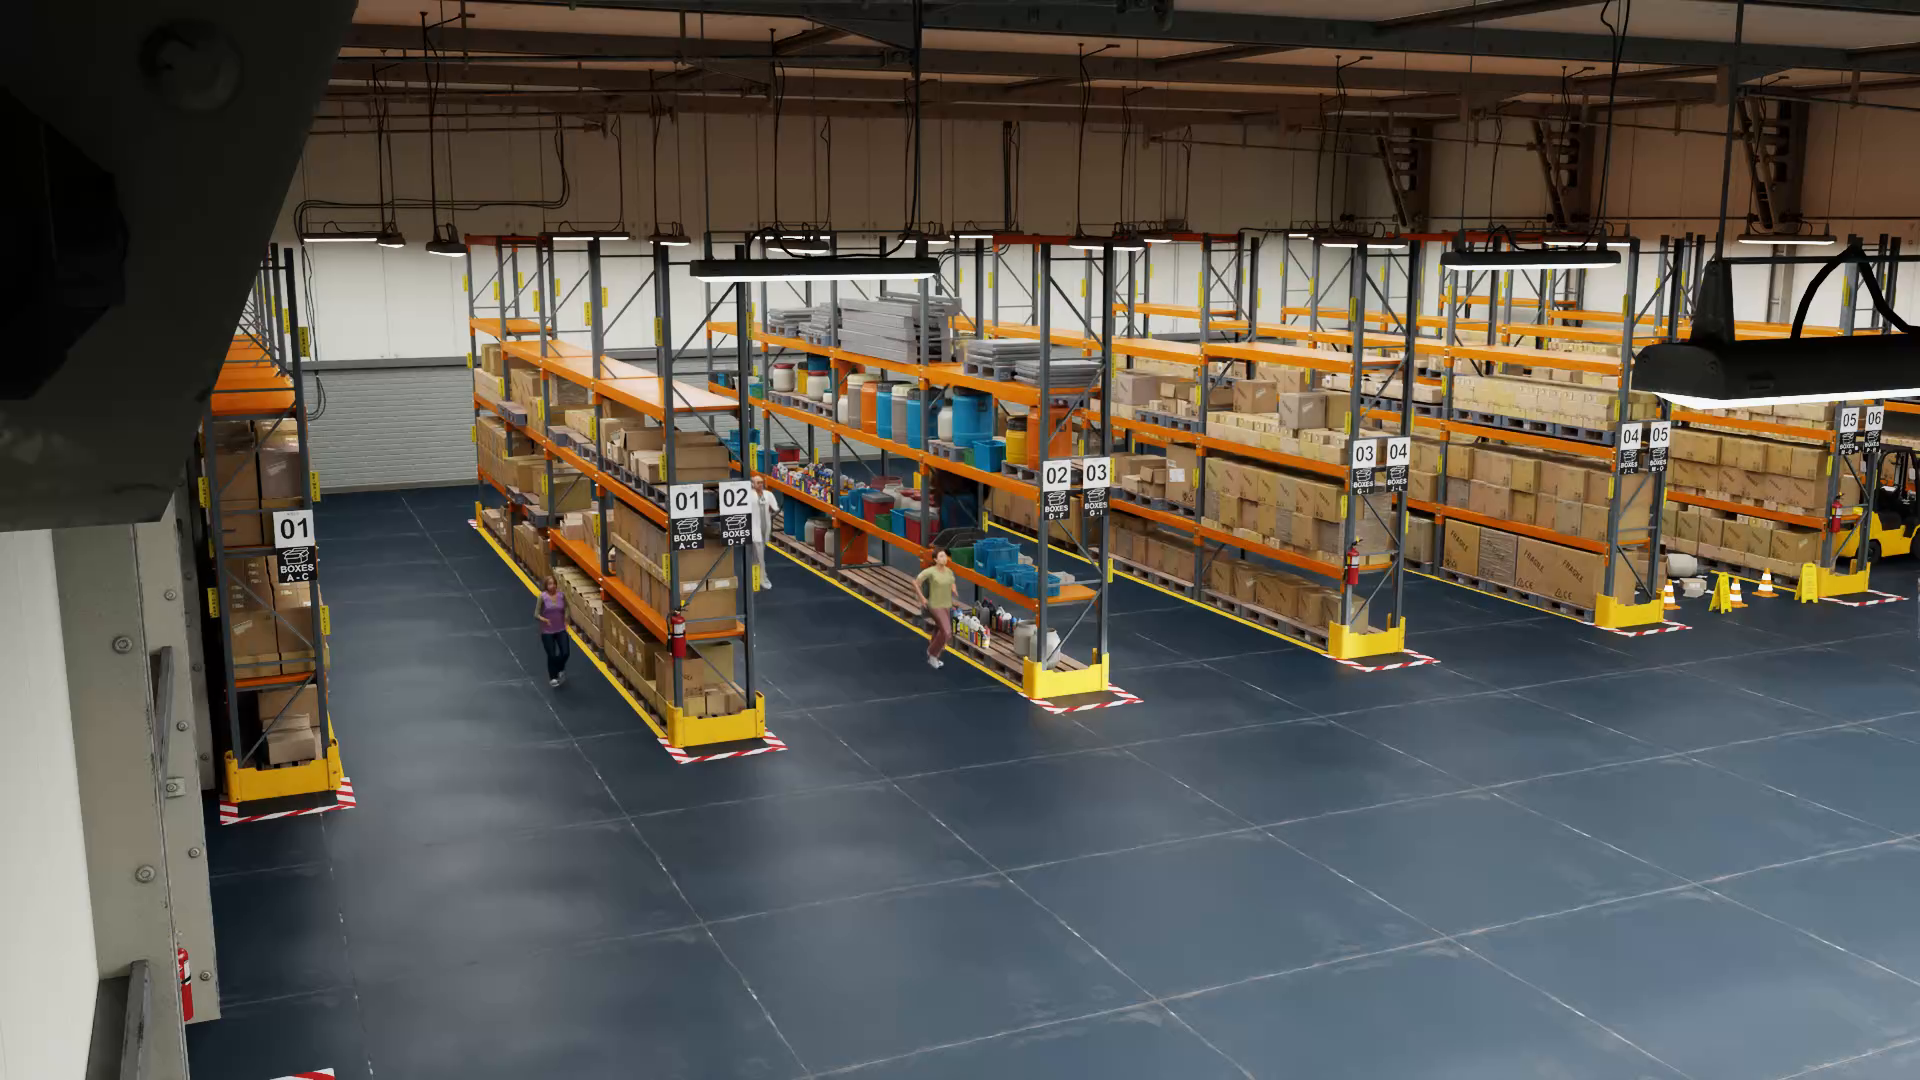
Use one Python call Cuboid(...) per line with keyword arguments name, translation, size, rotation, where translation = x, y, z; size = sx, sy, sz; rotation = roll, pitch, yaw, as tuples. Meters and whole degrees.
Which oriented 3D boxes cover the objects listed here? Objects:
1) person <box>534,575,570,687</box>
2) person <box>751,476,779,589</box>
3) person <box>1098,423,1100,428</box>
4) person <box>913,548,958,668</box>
Cuboid(name="person", translation=(-5.487, 1.251, 22.545), size=(0.518, 1.558, 0.548), rotation=(-5, 12, -26))
Cuboid(name="person", translation=(-3.343, -0.167, 27.719), size=(0.687, 1.820, 0.930), rotation=(-8, 14, -36))
Cuboid(name="person", translation=(3.618, -2.499, 41.793), size=(0.579, 1.591, 0.701), rotation=(-3, 11, -14))
Cuboid(name="person", translation=(-0.256, 0.926, 22.482), size=(0.561, 1.658, 0.594), rotation=(-10, 15, -42))
